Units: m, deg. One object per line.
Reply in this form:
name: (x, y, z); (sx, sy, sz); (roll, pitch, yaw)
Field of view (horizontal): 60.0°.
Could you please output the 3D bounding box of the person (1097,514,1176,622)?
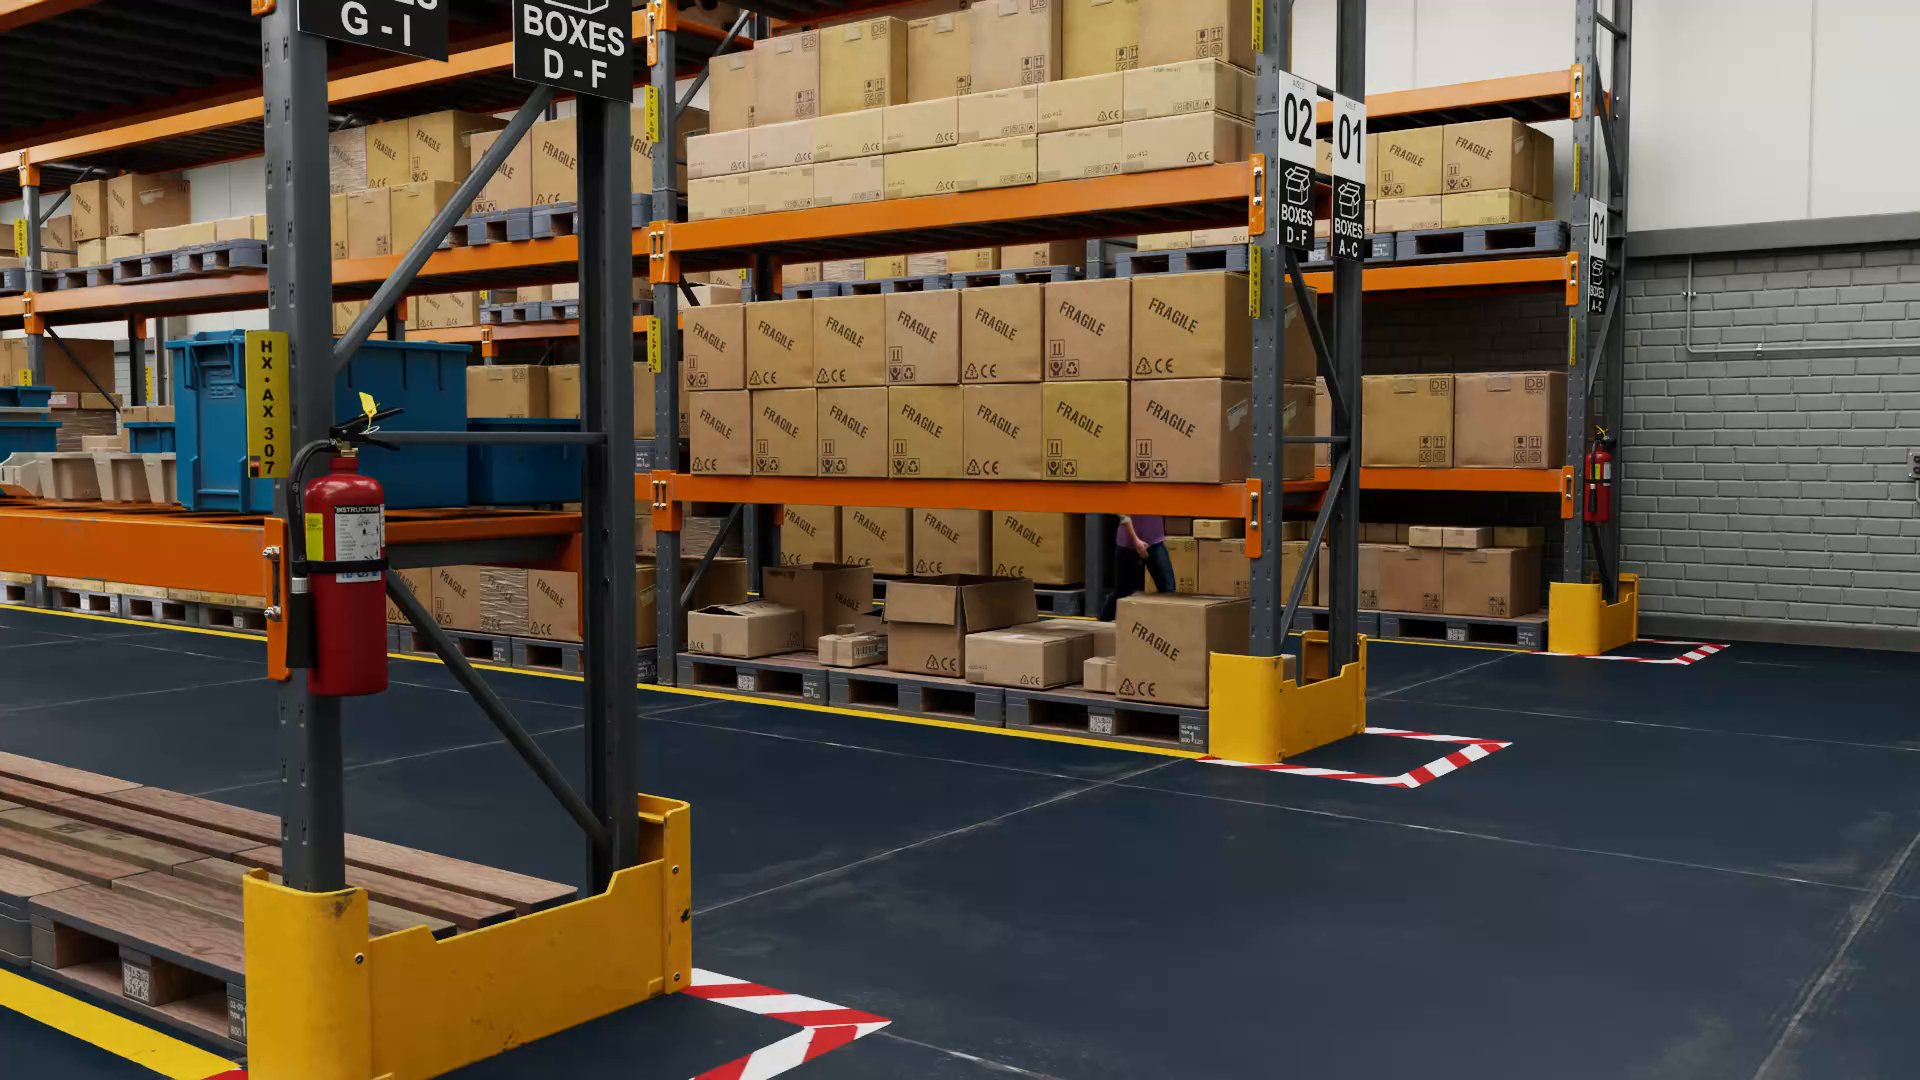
person: (1.245, 0.026, 11.340); (0.427, 1.541, 0.925); (-3, 4, -37)
